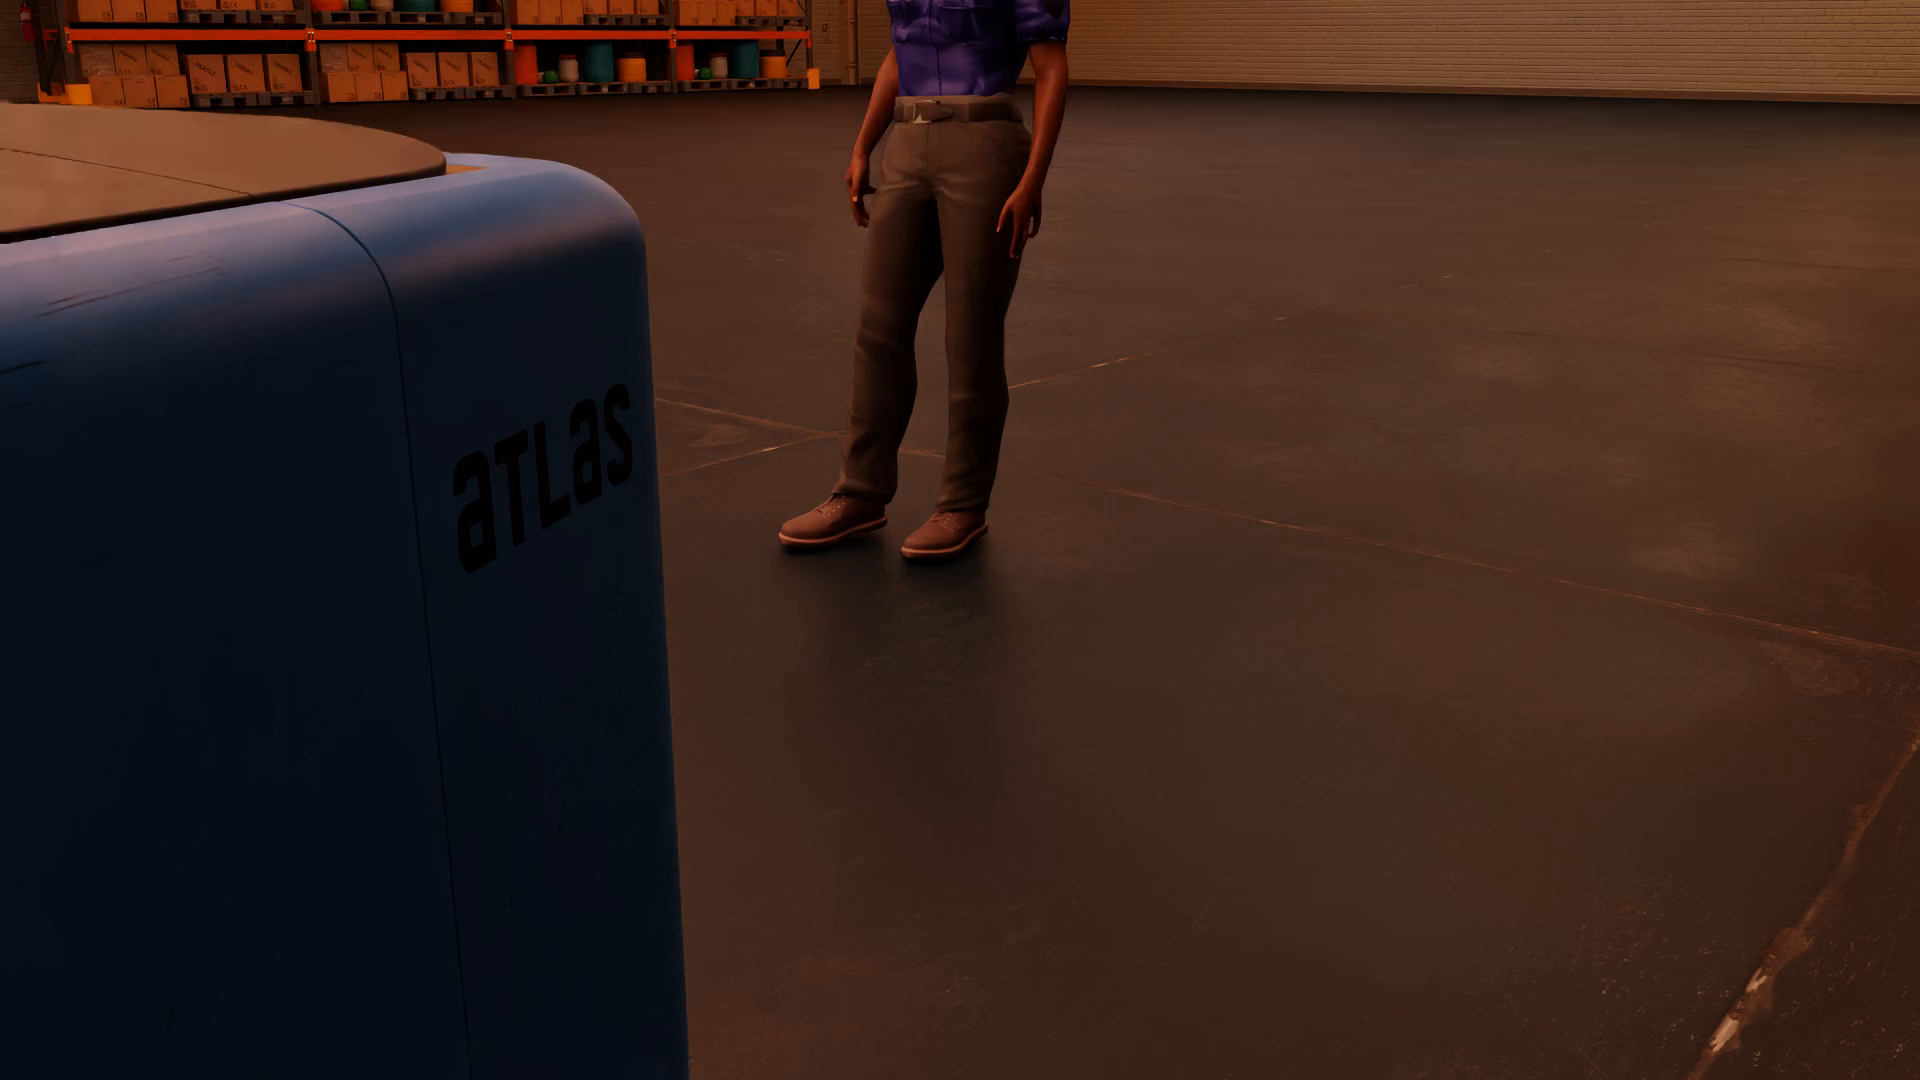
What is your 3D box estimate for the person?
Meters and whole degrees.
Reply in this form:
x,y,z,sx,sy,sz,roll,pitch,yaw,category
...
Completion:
x,y,z,sx,sy,sz,roll,pitch,yaw,category
-0.071,-0.782,3.646,0.570,1.656,0.503,13,21,37,person
